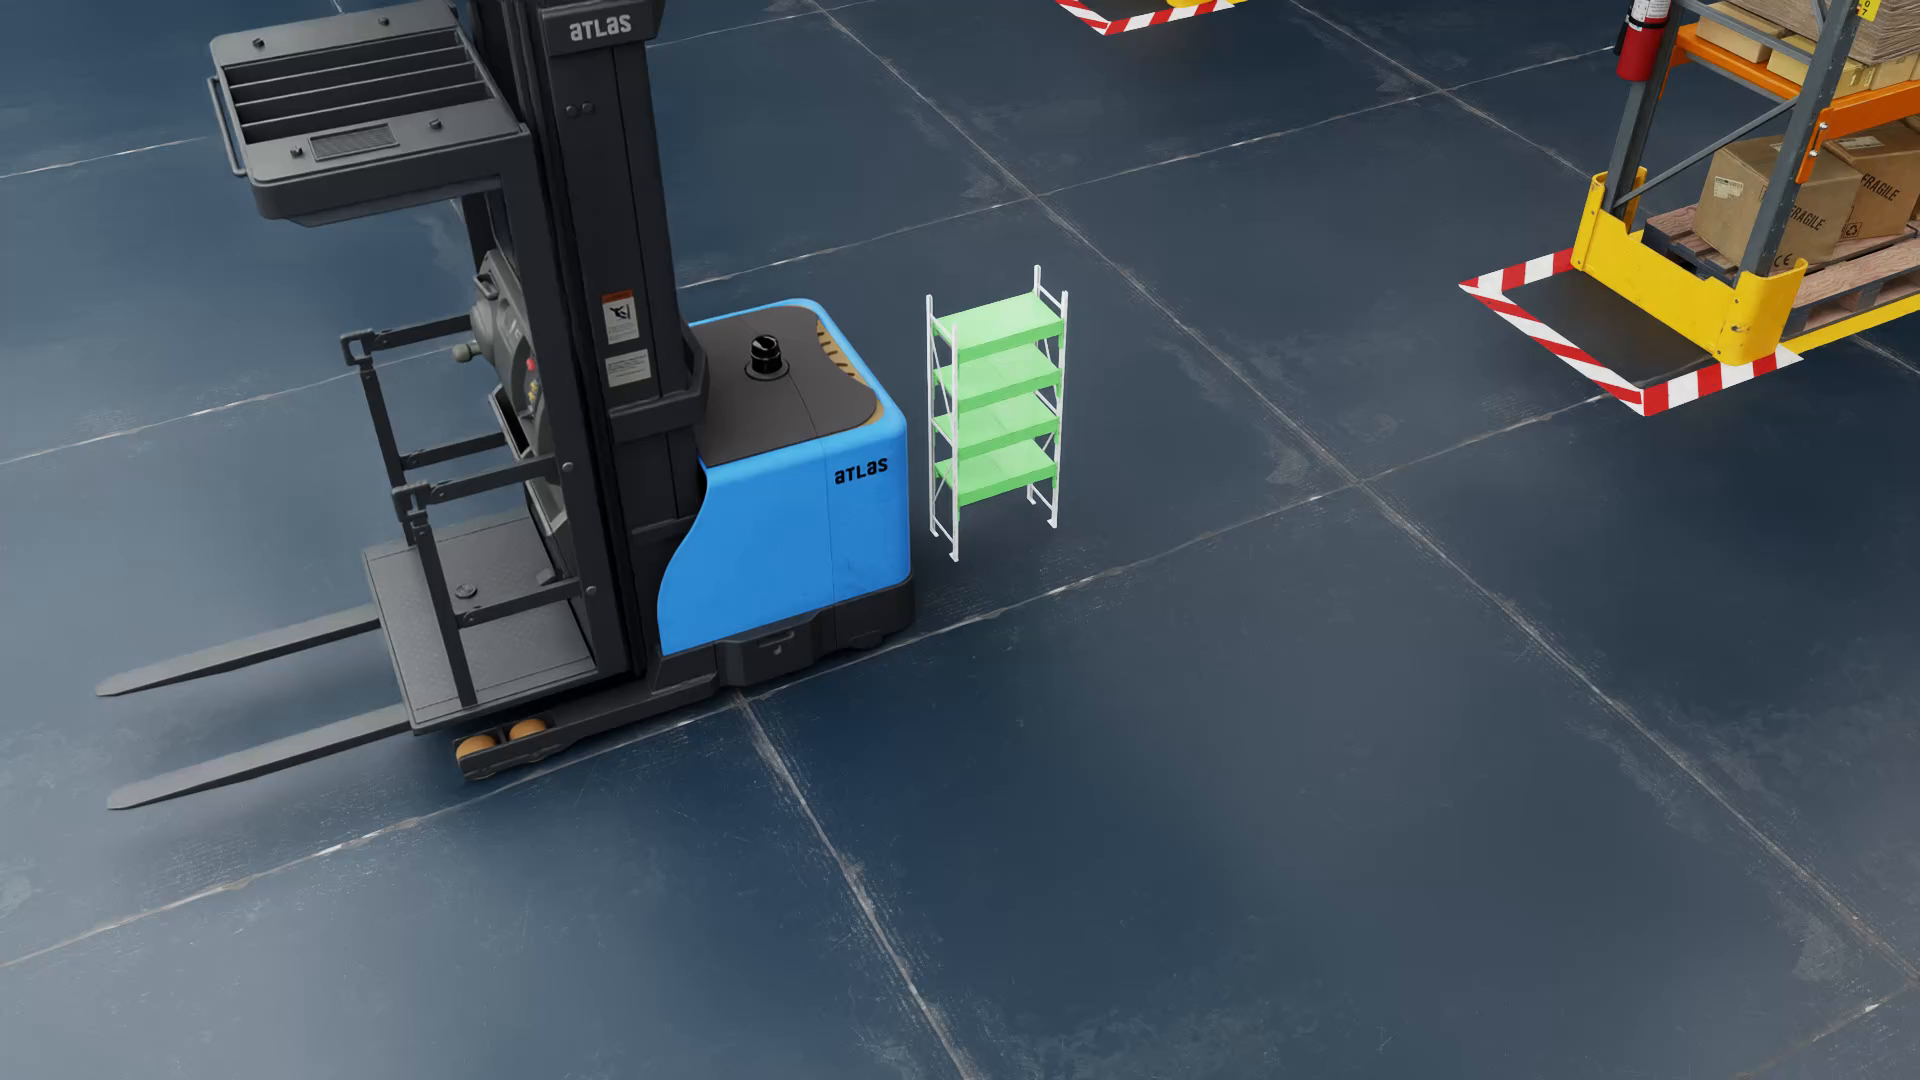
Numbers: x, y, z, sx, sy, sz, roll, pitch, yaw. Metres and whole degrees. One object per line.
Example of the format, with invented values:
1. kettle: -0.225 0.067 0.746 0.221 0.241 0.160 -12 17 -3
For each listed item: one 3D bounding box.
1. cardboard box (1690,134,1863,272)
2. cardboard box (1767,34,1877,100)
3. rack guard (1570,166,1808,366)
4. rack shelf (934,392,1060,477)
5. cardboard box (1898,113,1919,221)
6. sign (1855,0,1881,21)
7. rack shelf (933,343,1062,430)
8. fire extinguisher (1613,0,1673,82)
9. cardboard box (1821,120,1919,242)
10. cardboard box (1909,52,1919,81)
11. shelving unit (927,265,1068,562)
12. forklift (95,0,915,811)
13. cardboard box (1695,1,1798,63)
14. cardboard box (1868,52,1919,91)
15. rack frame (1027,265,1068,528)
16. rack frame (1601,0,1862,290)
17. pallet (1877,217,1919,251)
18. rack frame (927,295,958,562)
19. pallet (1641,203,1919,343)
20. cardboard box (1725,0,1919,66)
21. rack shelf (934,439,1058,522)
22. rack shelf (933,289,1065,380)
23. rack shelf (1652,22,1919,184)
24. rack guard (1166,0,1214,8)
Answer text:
1. cardboard box: 4.207 -1.742 8.595 0.500 0.500 0.500 -11 41 -13
2. cardboard box: 4.009 -2.211 7.735 0.250 0.149 0.380 -19 44 -21
3. rack guard: 3.713 -1.427 8.549 0.348 0.500 1.175 -19 44 -21
4. rack shelf: 0.147 -0.459 6.962 0.480 0.148 0.258 -19 44 -21
5. cardboard box: 5.286 -2.116 9.037 0.500 0.500 0.500 -15 42 -17
6. sign: 3.897 -2.378 7.068 0.005 0.325 0.100 -19 44 -21
7. rack shelf: 0.147 -0.642 6.807 0.480 0.148 0.258 -19 44 -21
8. fire extinguisher: 3.331 -2.559 8.011 0.183 0.674 0.296 -19 44 -21
9. cardboard box: 4.722 -1.940 8.829 0.500 0.500 0.500 -8 41 -9
10. cardboard box: 4.468 -2.341 7.888 0.250 0.149 0.380 -19 44 -21
11. shelving unit: 0.147 -0.507 6.921 0.503 1.200 0.258 -19 44 -21
12. forklift: -1.741 -0.619 5.712 3.031 2.935 1.130 -17 43 -19
13. cardboard box: 3.803 -2.466 8.036 0.250 0.149 0.380 -19 44 -21
14. cardboard box: 4.239 -2.275 7.810 0.250 0.149 0.380 -19 44 -21
15. rack frame: 0.363 -0.580 7.007 0.015 1.200 0.240 -19 44 -21
16. rack frame: 3.646 -2.359 7.715 0.127 3.000 1.000 -19 44 -21
17. pallet: 5.531 -1.901 9.332 1.213 0.211 1.003 -19 44 -21
18. rack frame: -0.070 -0.435 6.835 0.015 1.200 0.240 -19 44 -21
19. pallet: 4.450 -1.539 8.905 1.213 0.211 1.003 -19 44 -21
20. cardboard box: 4.146 -2.659 7.762 0.500 0.500 0.875 -19 44 -21
21. rack shelf: 0.147 -0.275 7.117 0.480 0.148 0.258 -19 44 -21
22. rack shelf: 0.147 -0.825 6.652 0.480 0.148 0.258 -19 44 -21
23. rack shelf: 5.420 -2.681 8.652 4.000 0.370 1.077 -19 44 -21
24. rack guard: 1.404 -4.292 11.934 0.348 0.500 1.175 -19 44 -21
